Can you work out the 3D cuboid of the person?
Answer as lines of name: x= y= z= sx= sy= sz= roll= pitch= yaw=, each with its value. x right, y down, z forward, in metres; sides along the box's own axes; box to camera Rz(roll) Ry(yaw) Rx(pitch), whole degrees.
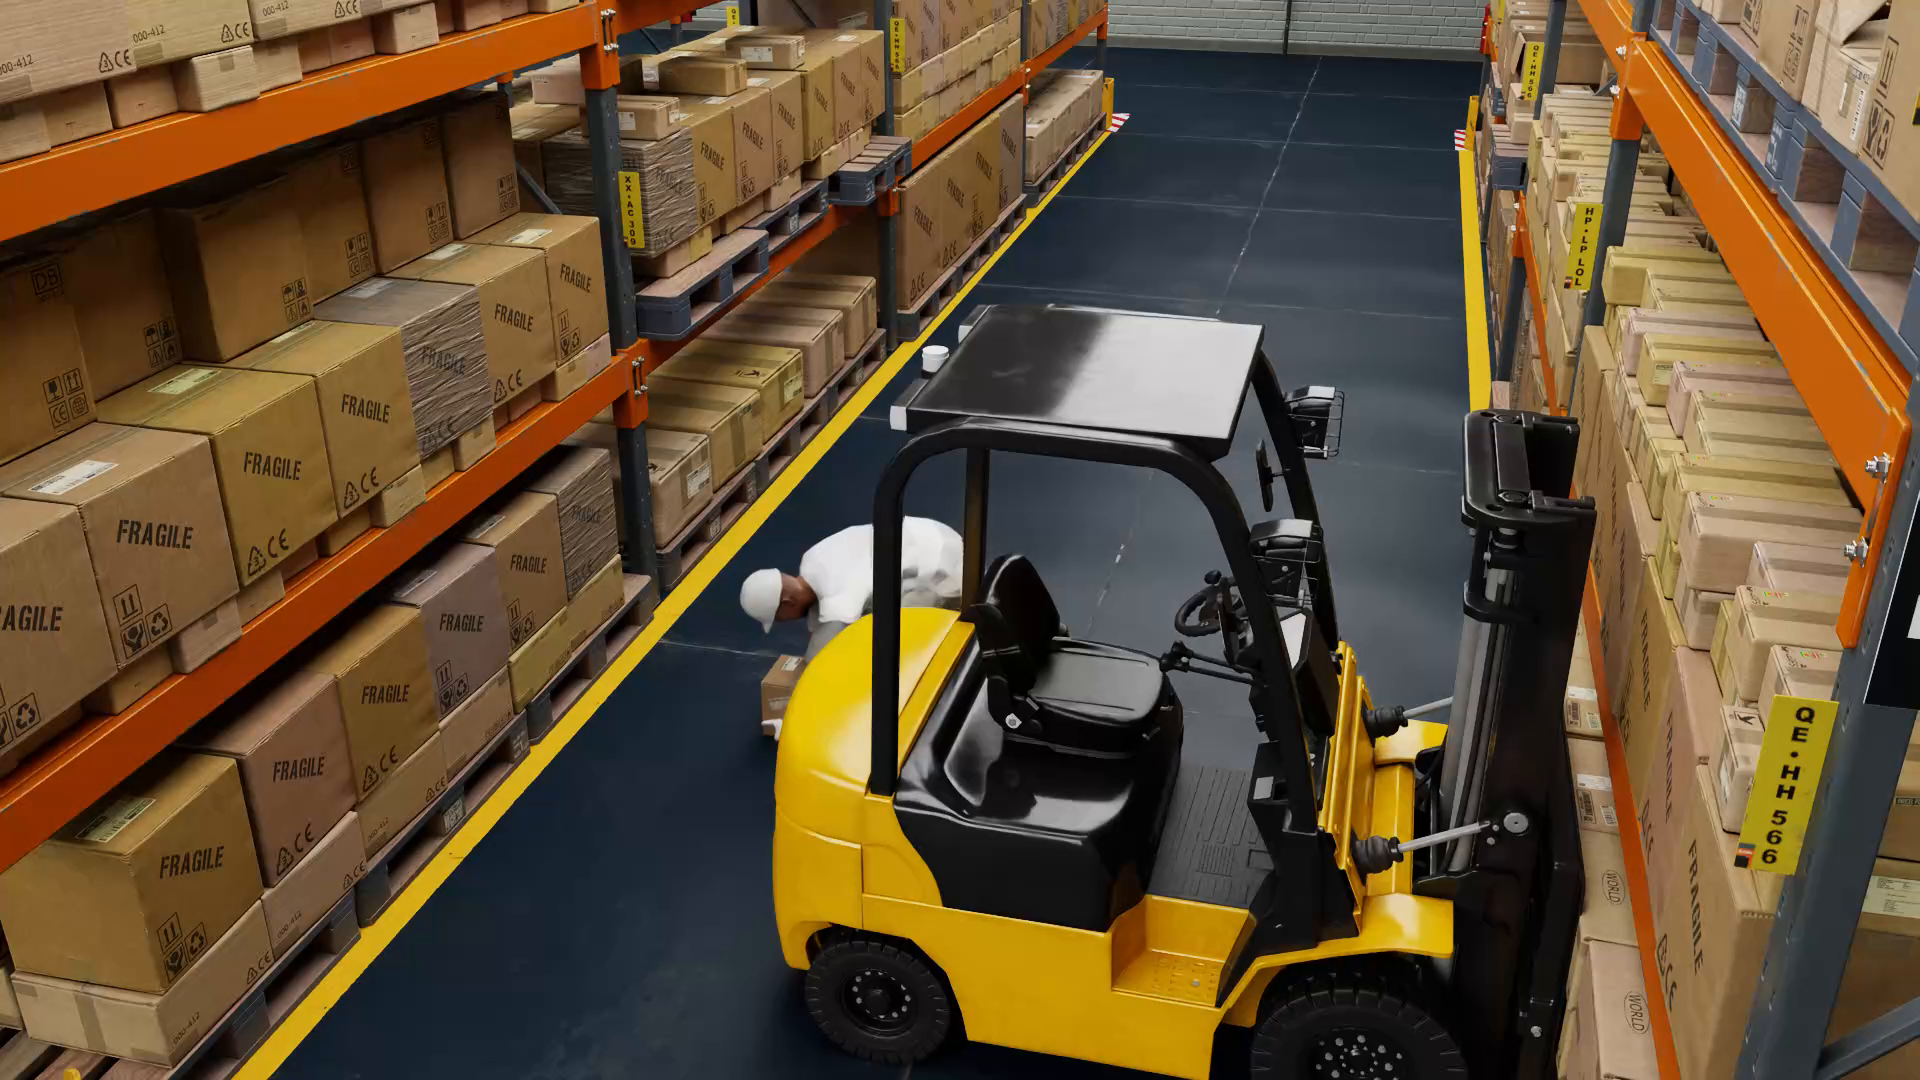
person: x=-0.411 y=0.370 z=6.900 sx=0.983 sy=0.885 sz=0.524 roll=-7 pitch=26 yaw=-15
